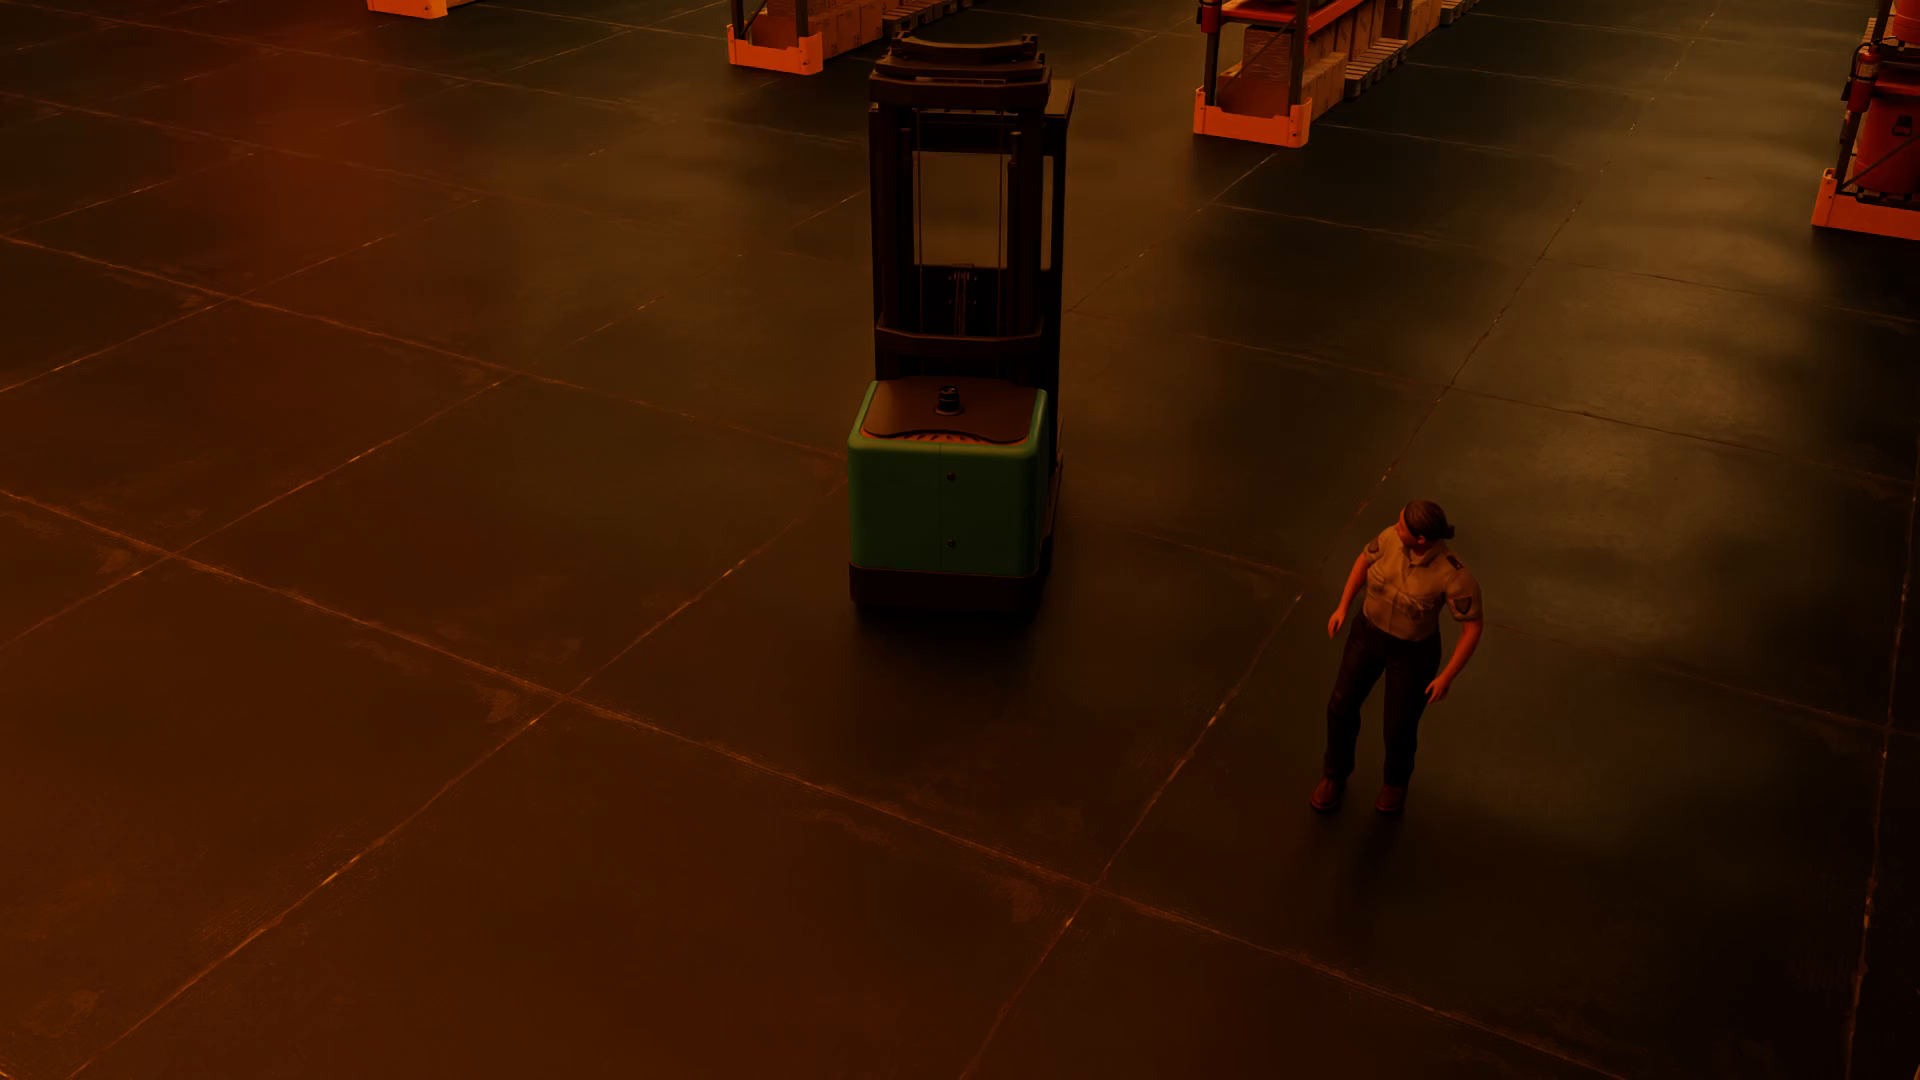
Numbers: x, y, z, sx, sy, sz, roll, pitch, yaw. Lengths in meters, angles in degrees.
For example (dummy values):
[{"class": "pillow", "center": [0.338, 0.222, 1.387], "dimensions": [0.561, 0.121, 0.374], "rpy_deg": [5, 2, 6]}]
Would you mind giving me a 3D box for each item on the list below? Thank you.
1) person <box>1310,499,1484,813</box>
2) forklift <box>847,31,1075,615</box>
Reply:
[{"class": "person", "center": [1.951, 0.531, 7.461], "dimensions": [0.680, 1.629, 0.485], "rpy_deg": [23, 37, 34]}, {"class": "forklift", "center": [0.072, -1.572, 9.794], "dimensions": [1.130, 2.935, 3.031], "rpy_deg": [3, 30, 6]}]
